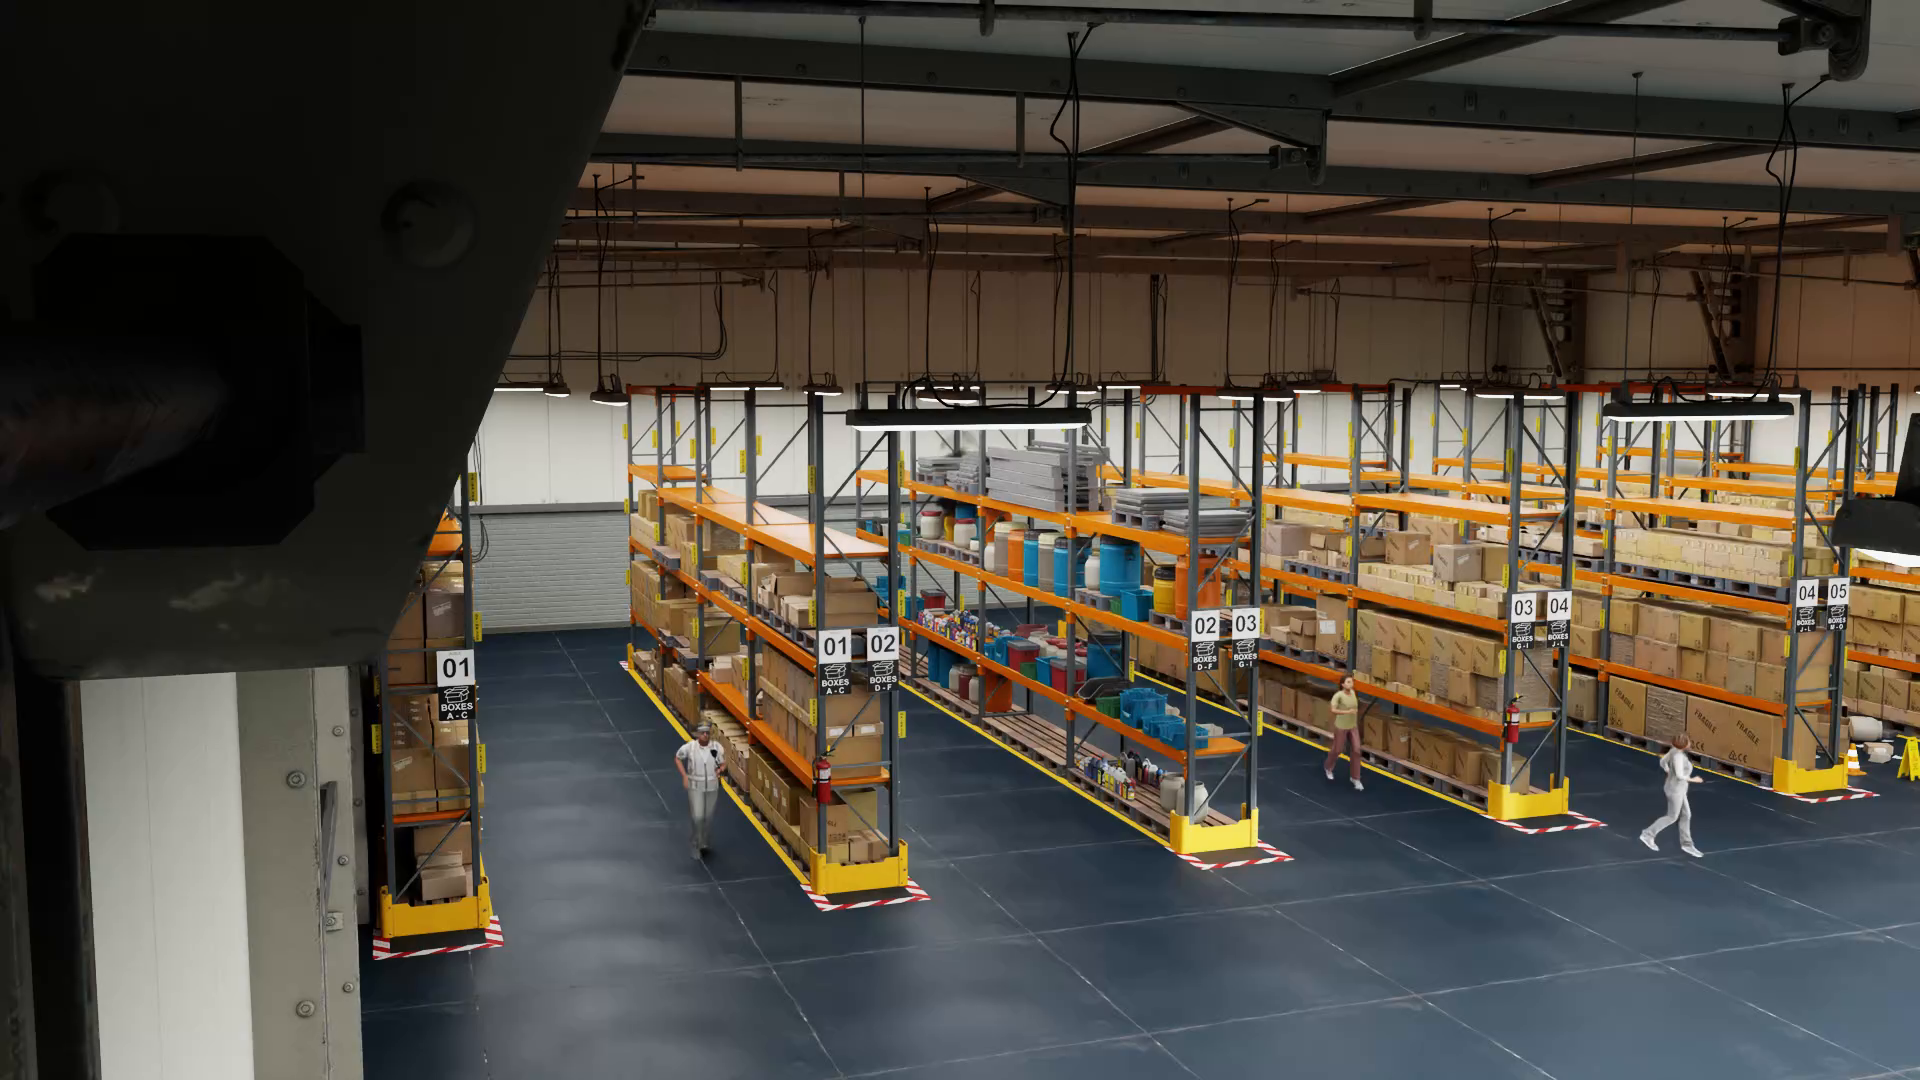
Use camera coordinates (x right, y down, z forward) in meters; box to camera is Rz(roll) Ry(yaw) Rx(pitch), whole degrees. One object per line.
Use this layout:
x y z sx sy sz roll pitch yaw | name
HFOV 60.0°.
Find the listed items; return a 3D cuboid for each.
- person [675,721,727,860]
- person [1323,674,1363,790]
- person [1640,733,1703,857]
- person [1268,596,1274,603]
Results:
-3.328 3.243 21.577 0.635 1.833 0.759 -3 6 -23 | person
5.826 2.879 25.280 0.576 1.721 0.831 -2 6 -22 | person
9.284 3.302 21.637 0.777 1.624 0.561 2 6 18 | person
6.349 2.009 33.445 0.692 1.772 0.686 -2 6 -20 | person
